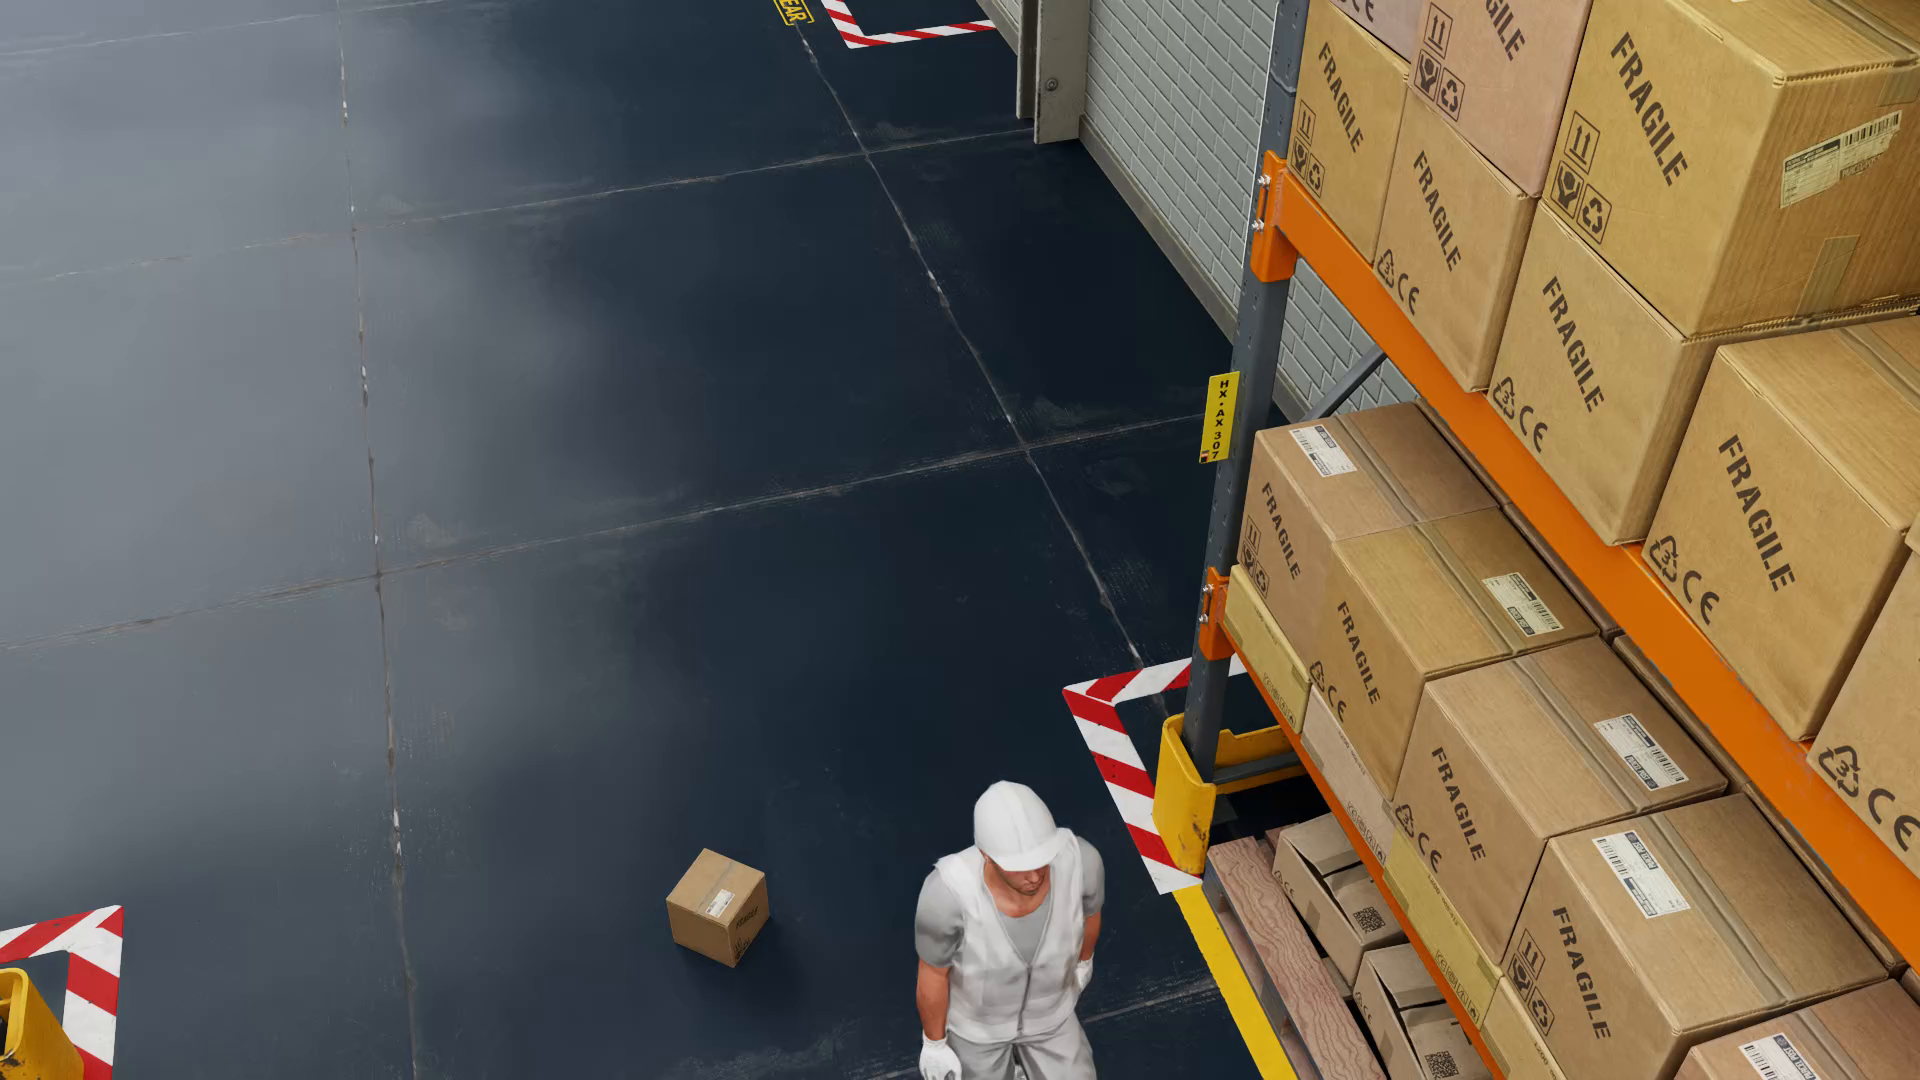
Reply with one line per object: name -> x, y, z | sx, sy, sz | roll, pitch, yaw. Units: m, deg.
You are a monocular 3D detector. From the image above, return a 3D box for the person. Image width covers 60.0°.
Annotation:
person -> 0.144, 1.315, 4.638 | 0.570, 1.795, 0.462 | -10, 43, -11
